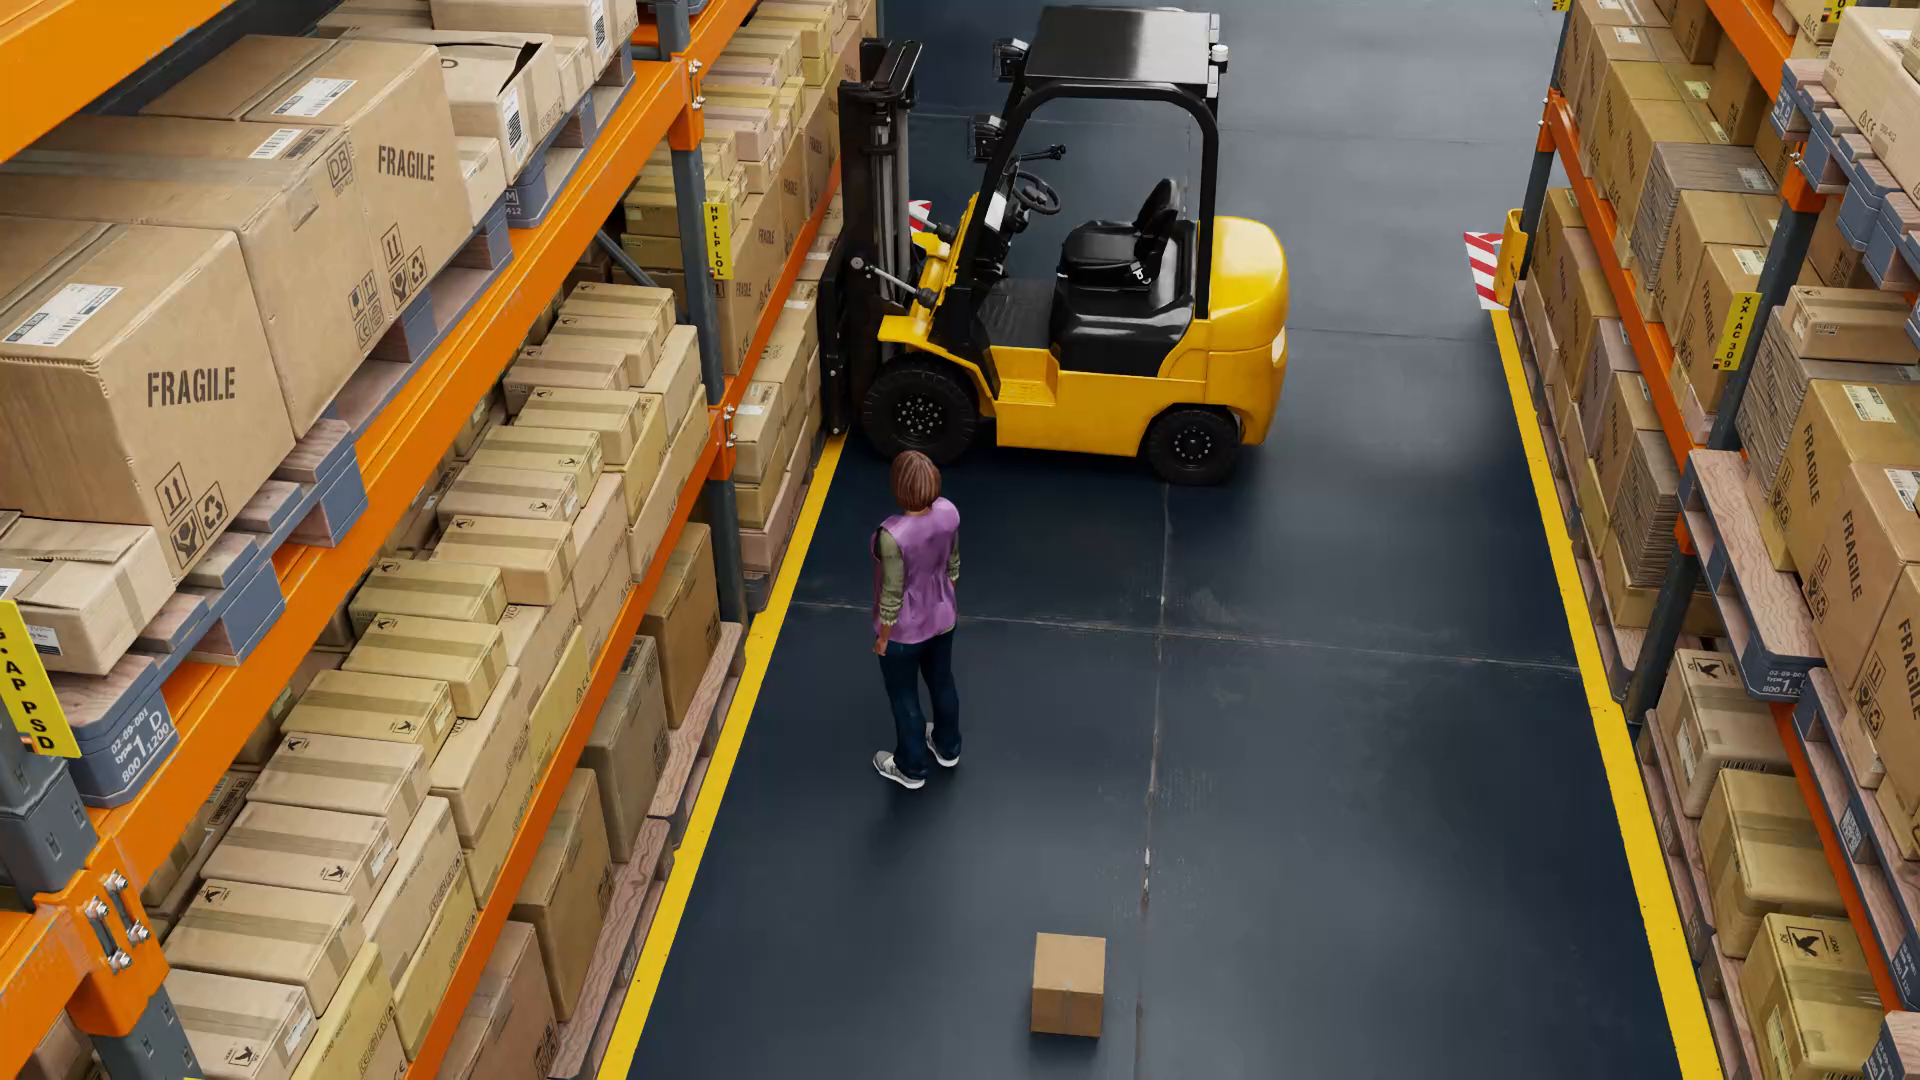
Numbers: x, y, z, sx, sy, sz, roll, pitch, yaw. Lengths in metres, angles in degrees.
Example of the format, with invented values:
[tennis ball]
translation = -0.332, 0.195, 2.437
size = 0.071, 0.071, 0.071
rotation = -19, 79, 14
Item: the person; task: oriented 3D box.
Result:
[person]
translation = -0.176, 0.335, 6.614
size = 0.408, 1.572, 0.308
rotation = -27, 44, -32
